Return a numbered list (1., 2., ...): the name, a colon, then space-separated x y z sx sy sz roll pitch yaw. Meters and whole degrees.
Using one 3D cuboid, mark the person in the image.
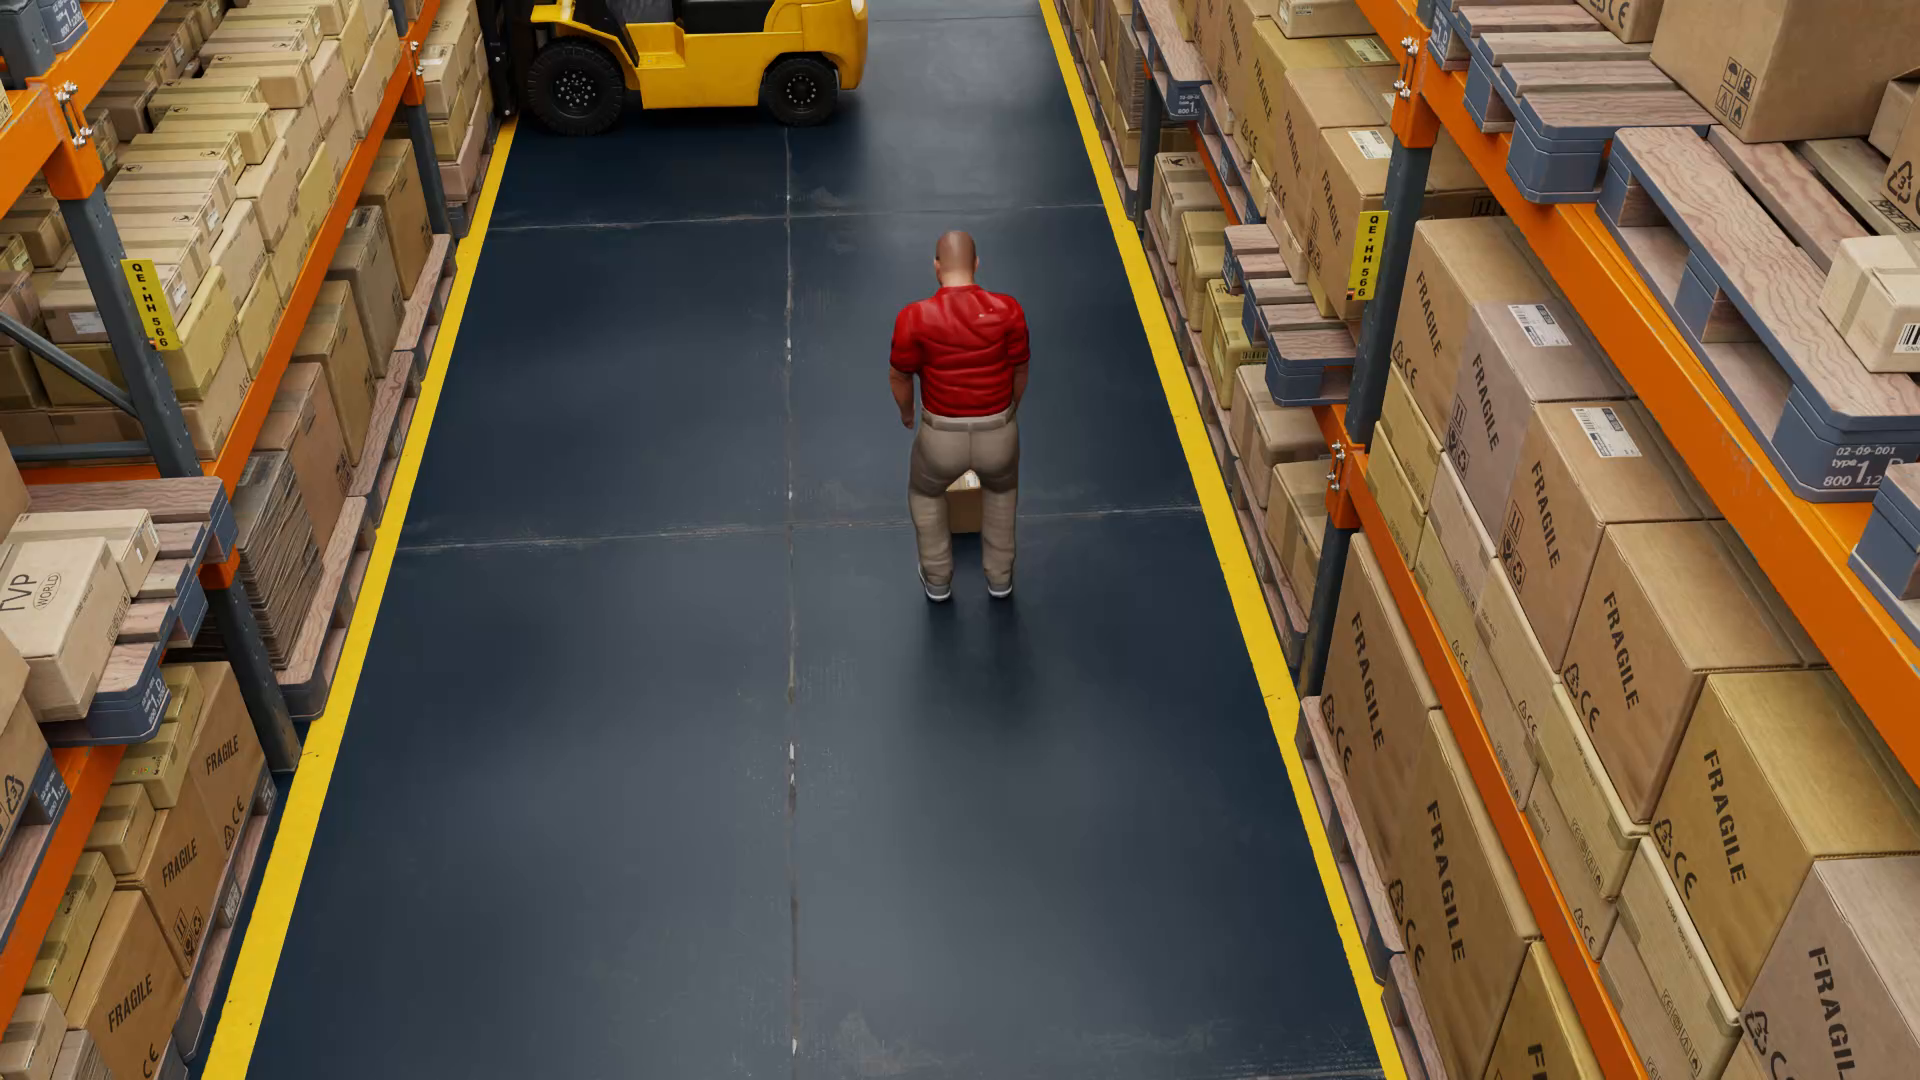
1. person: -0.003 -0.471 6.822 0.564 1.654 0.418 -2 39 -3
